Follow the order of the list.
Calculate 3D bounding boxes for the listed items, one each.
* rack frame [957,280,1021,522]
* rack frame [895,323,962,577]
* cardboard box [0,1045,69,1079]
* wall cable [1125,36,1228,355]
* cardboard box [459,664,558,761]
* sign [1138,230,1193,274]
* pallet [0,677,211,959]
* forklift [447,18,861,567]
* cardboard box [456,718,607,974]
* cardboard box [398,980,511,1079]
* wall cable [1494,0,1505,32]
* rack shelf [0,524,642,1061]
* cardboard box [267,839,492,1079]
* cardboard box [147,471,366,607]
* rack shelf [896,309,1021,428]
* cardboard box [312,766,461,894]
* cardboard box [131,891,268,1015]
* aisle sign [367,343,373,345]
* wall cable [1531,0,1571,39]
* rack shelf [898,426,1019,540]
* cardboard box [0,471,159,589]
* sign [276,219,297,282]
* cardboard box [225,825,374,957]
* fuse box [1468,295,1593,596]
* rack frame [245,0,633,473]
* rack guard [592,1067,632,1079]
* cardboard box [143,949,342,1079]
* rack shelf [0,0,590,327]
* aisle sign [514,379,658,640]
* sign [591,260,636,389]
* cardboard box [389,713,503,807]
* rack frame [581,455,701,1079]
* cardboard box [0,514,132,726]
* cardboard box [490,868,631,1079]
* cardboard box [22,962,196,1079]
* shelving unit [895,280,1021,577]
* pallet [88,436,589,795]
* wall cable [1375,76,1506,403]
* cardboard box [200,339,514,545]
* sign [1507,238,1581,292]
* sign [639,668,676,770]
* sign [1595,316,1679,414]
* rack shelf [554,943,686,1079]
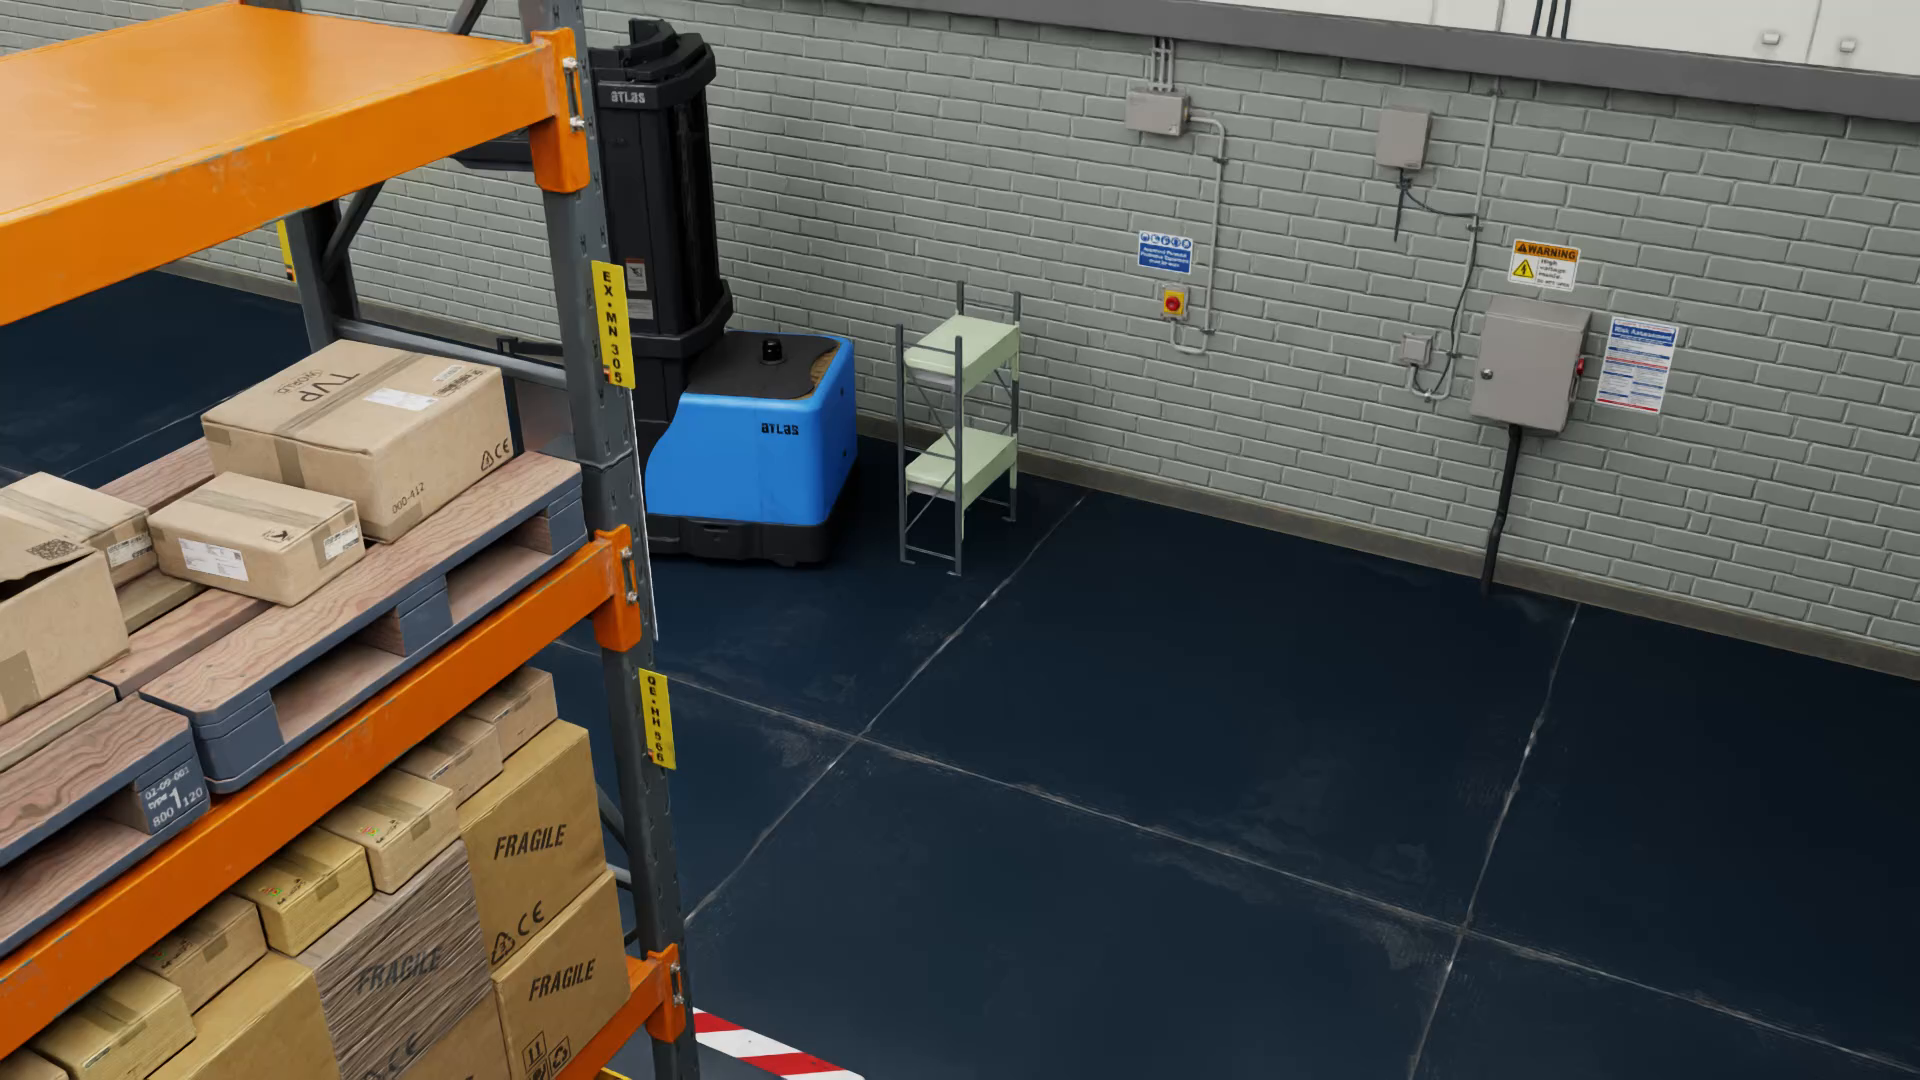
[{"bbox_3d":[0.164,-0.810,9.944,0.400,1.500,0.023,14,33,23],"label":"rack frame"},{"bbox_3d":[-0.170,-0.485,9.379,0.400,1.500,0.023,14,33,23],"label":"rack frame"},{"bbox_3d":[-1.995,1.123,3.317,0.380,0.149,0.250,15,33,25],"label":"cardboard box"},{"bbox_3d":[1.207,-1.972,9.411,0.585,1.953,0.123,14,33,23],"label":"wall cable"},{"bbox_3d":[-1.326,0.433,4.519,0.380,0.149,0.250,15,33,24],"label":"cardboard box"},{"bbox_3d":[1.192,-1.674,9.671,0.327,0.218,0.001,14,33,23],"label":"sign"},{"bbox_3d":[-2.224,0.598,3.063,1.003,0.211,1.213,14,33,23],"label":"pallet"},{"bbox_3d":[-2.189,-1.447,9.616,3.031,2.935,1.130,5,30,8],"label":"forklift"},{"bbox_3d":[-1.349,0.777,4.570,0.500,0.500,0.500,15,33,25],"label":"cardboard box"},{"bbox_3d":[-1.567,1.436,4.427,0.500,0.500,0.500,14,33,22],"label":"cardboard box"},{"bbox_3d":[1.668,-4.029,8.019,2.355,3.000,0.029,14,33,23],"label":"wall cable"},{"bbox_3d":[-2.252,0.885,3.198,1.077,0.370,4.000,14,33,23],"label":"rack shelf"},{"bbox_3d":[-1.561,1.016,4.155,0.500,0.500,0.500,14,33,23],"label":"cardboard box"},{"bbox_3d":[-1.586,-0.007,3.758,0.380,0.149,0.250,12,32,19],"label":"cardboard box"},{"bbox_3d":[-0.003,-0.986,9.467,0.431,0.370,0.720,14,33,23],"label":"rack shelf"},{"bbox_3d":[-1.463,0.684,4.081,0.380,0.149,0.250,14,33,23],"label":"cardboard box"},{"bbox_3d":[-1.797,0.887,3.729,0.380,0.149,0.250,14,33,23],"label":"cardboard box"},{"bbox_3d":[-1.566,-0.238,4.833,0.394,0.787,0.004,14,33,23],"label":"aisle sign"},{"bbox_3d":[4.131,-3.396,6.881,2.988,3.039,0.133,14,33,23],"label":"wall cable"},{"bbox_3d":[-0.003,-0.365,9.824,0.431,0.370,0.720,14,33,23],"label":"rack shelf"},{"bbox_3d":[-2.041,0.000,3.747,0.380,0.149,0.250,16,33,25],"label":"cardboard box"},{"bbox_3d":[-1.832,-0.856,4.550,0.100,0.325,0.005,14,33,23],"label":"sign"},{"bbox_3d":[-1.614,0.787,3.902,0.380,0.149,0.250,15,33,24],"label":"cardboard box"},{"bbox_3d":[3.011,-0.418,9.051,0.539,1.711,0.414,14,33,23],"label":"fuse box"},{"bbox_3d":[-1.341,-1.615,3.816,1.000,3.000,0.127,14,33,23],"label":"rack frame"},{"bbox_3d":[-1.330,2.060,5.951,1.175,0.500,0.348,14,33,23],"label":"rack guard"},{"bbox_3d":[-1.789,1.234,3.774,0.500,0.500,0.500,14,33,23],"label":"cardboard box"},{"bbox_3d":[-2.252,-0.243,2.551,1.077,0.370,4.000,14,33,23],"label":"rack shelf"},{"bbox_3d":[-1.032,-0.102,4.596,0.394,0.787,0.004,14,33,23],"label":"aisle sign"},{"bbox_3d":[-0.864,-0.534,4.137,0.100,0.325,0.005,14,33,23],"label":"sign"},{"bbox_3d":[-1.420,0.551,4.313,0.380,0.149,0.250,15,33,24],"label":"cardboard box"},{"bbox_3d":[-1.341,0.987,5.310,1.000,3.000,0.127,14,33,23],"label":"rack frame"},{"bbox_3d":[-2.067,0.151,3.320,0.500,0.311,0.500,15,33,24],"label":"cardboard box"},{"bbox_3d":[-1.325,1.217,4.808,0.500,0.500,0.500,14,33,24],"label":"cardboard box"},{"bbox_3d":[-1.859,1.011,3.512,0.380,0.149,0.250,15,33,24],"label":"cardboard box"},{"bbox_3d":[-0.003,-0.647,9.662,0.431,1.500,0.755,14,33,23],"label":"shelving unit"},{"bbox_3d":[-1.670,0.056,4.008,1.003,0.211,1.213,14,33,23],"label":"pallet"},{"bbox_3d":[2.475,-1.642,8.868,0.588,1.984,0.122,14,33,23],"label":"wall cable"},{"bbox_3d":[-1.466,-0.255,4.088,0.500,0.250,0.500,11,32,19],"label":"cardboard box"},{"bbox_3d":[3.056,-1.440,8.706,0.339,0.242,0.001,14,33,23],"label":"sign"},{"bbox_3d":[-0.864,0.511,4.738,0.100,0.325,0.005,14,33,23],"label":"sign"},{"bbox_3d":[3.545,-0.916,8.718,0.329,0.494,0.001,14,33,23],"label":"sign"},{"bbox_3d":[-2.252,2.185,3.945,1.077,0.370,4.000,14,33,23],"label":"rack shelf"}]
